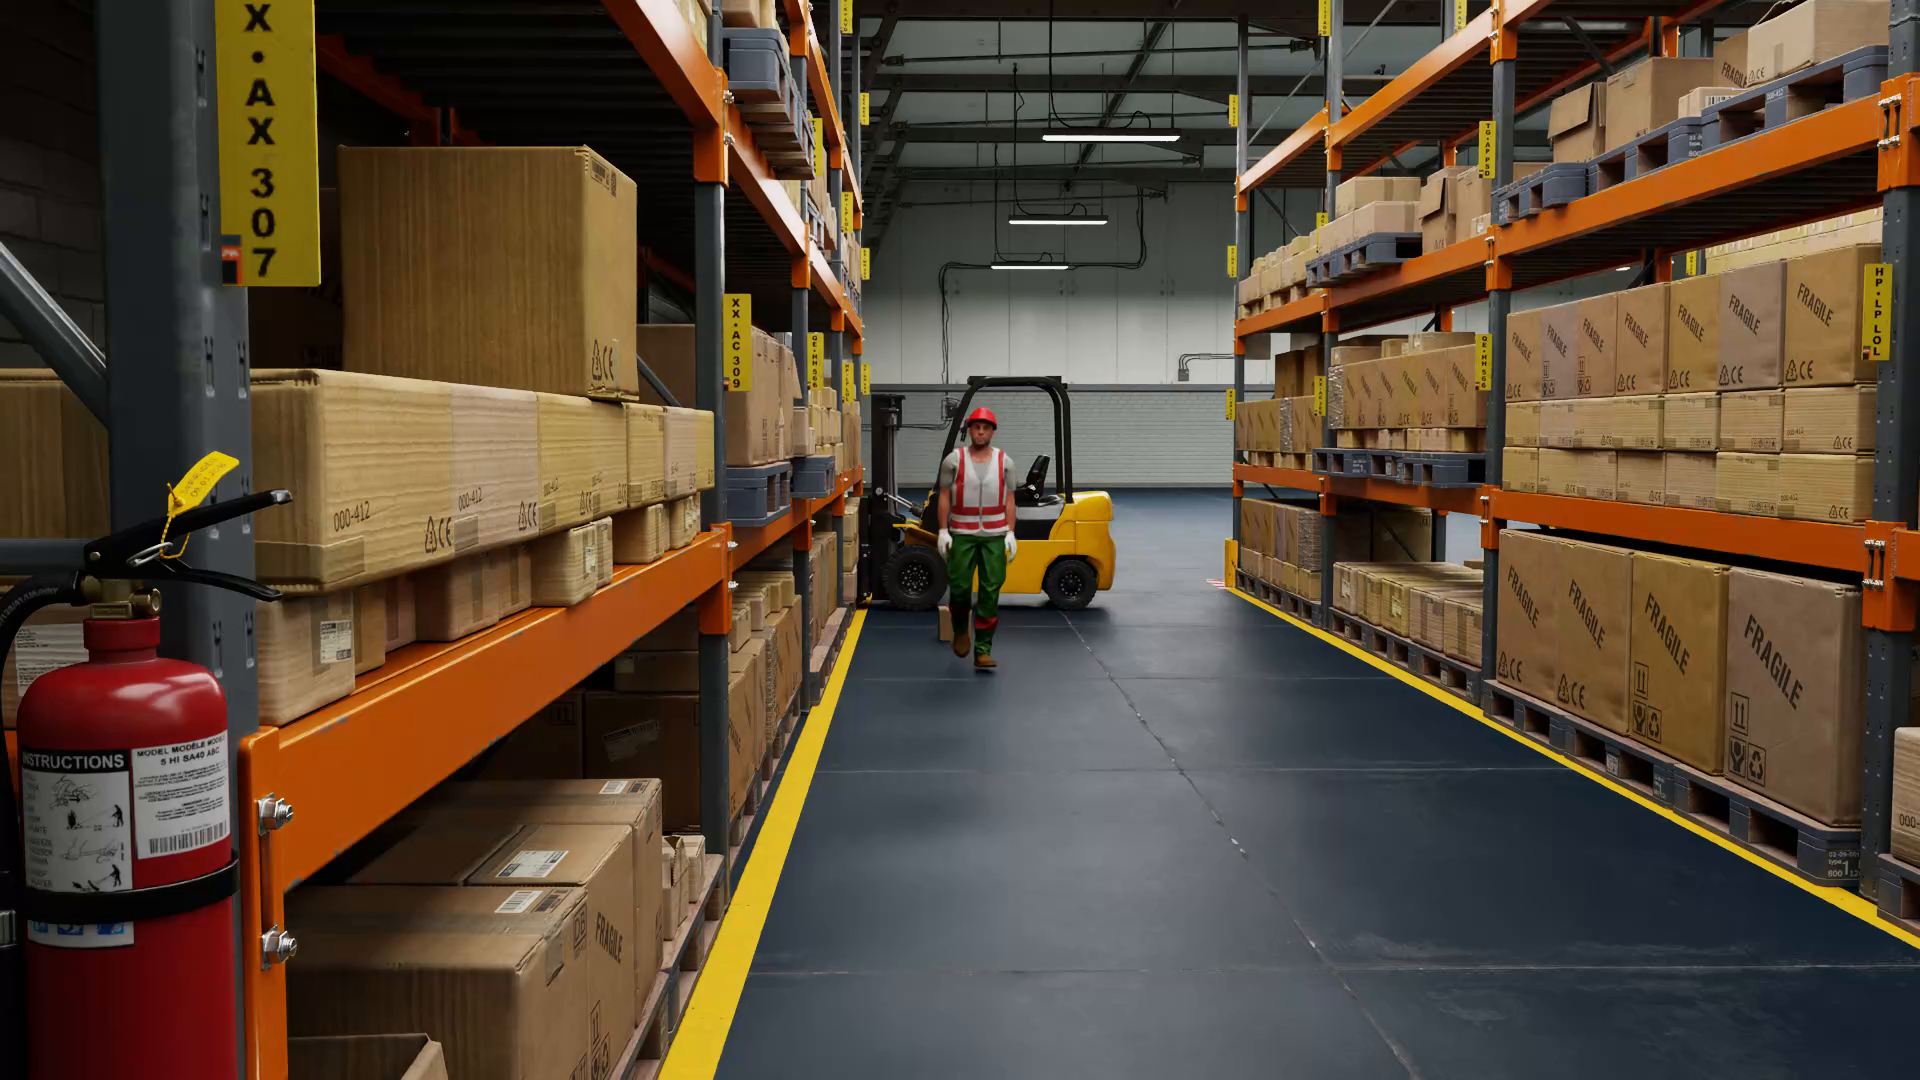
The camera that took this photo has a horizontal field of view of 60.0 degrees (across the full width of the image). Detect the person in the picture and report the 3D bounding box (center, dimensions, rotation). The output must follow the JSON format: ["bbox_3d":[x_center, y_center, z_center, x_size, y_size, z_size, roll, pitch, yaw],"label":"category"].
[{"bbox_3d":[0.115,-0.025,11.469,0.545,1.782,0.559,0,4,-7],"label":"person"}]
